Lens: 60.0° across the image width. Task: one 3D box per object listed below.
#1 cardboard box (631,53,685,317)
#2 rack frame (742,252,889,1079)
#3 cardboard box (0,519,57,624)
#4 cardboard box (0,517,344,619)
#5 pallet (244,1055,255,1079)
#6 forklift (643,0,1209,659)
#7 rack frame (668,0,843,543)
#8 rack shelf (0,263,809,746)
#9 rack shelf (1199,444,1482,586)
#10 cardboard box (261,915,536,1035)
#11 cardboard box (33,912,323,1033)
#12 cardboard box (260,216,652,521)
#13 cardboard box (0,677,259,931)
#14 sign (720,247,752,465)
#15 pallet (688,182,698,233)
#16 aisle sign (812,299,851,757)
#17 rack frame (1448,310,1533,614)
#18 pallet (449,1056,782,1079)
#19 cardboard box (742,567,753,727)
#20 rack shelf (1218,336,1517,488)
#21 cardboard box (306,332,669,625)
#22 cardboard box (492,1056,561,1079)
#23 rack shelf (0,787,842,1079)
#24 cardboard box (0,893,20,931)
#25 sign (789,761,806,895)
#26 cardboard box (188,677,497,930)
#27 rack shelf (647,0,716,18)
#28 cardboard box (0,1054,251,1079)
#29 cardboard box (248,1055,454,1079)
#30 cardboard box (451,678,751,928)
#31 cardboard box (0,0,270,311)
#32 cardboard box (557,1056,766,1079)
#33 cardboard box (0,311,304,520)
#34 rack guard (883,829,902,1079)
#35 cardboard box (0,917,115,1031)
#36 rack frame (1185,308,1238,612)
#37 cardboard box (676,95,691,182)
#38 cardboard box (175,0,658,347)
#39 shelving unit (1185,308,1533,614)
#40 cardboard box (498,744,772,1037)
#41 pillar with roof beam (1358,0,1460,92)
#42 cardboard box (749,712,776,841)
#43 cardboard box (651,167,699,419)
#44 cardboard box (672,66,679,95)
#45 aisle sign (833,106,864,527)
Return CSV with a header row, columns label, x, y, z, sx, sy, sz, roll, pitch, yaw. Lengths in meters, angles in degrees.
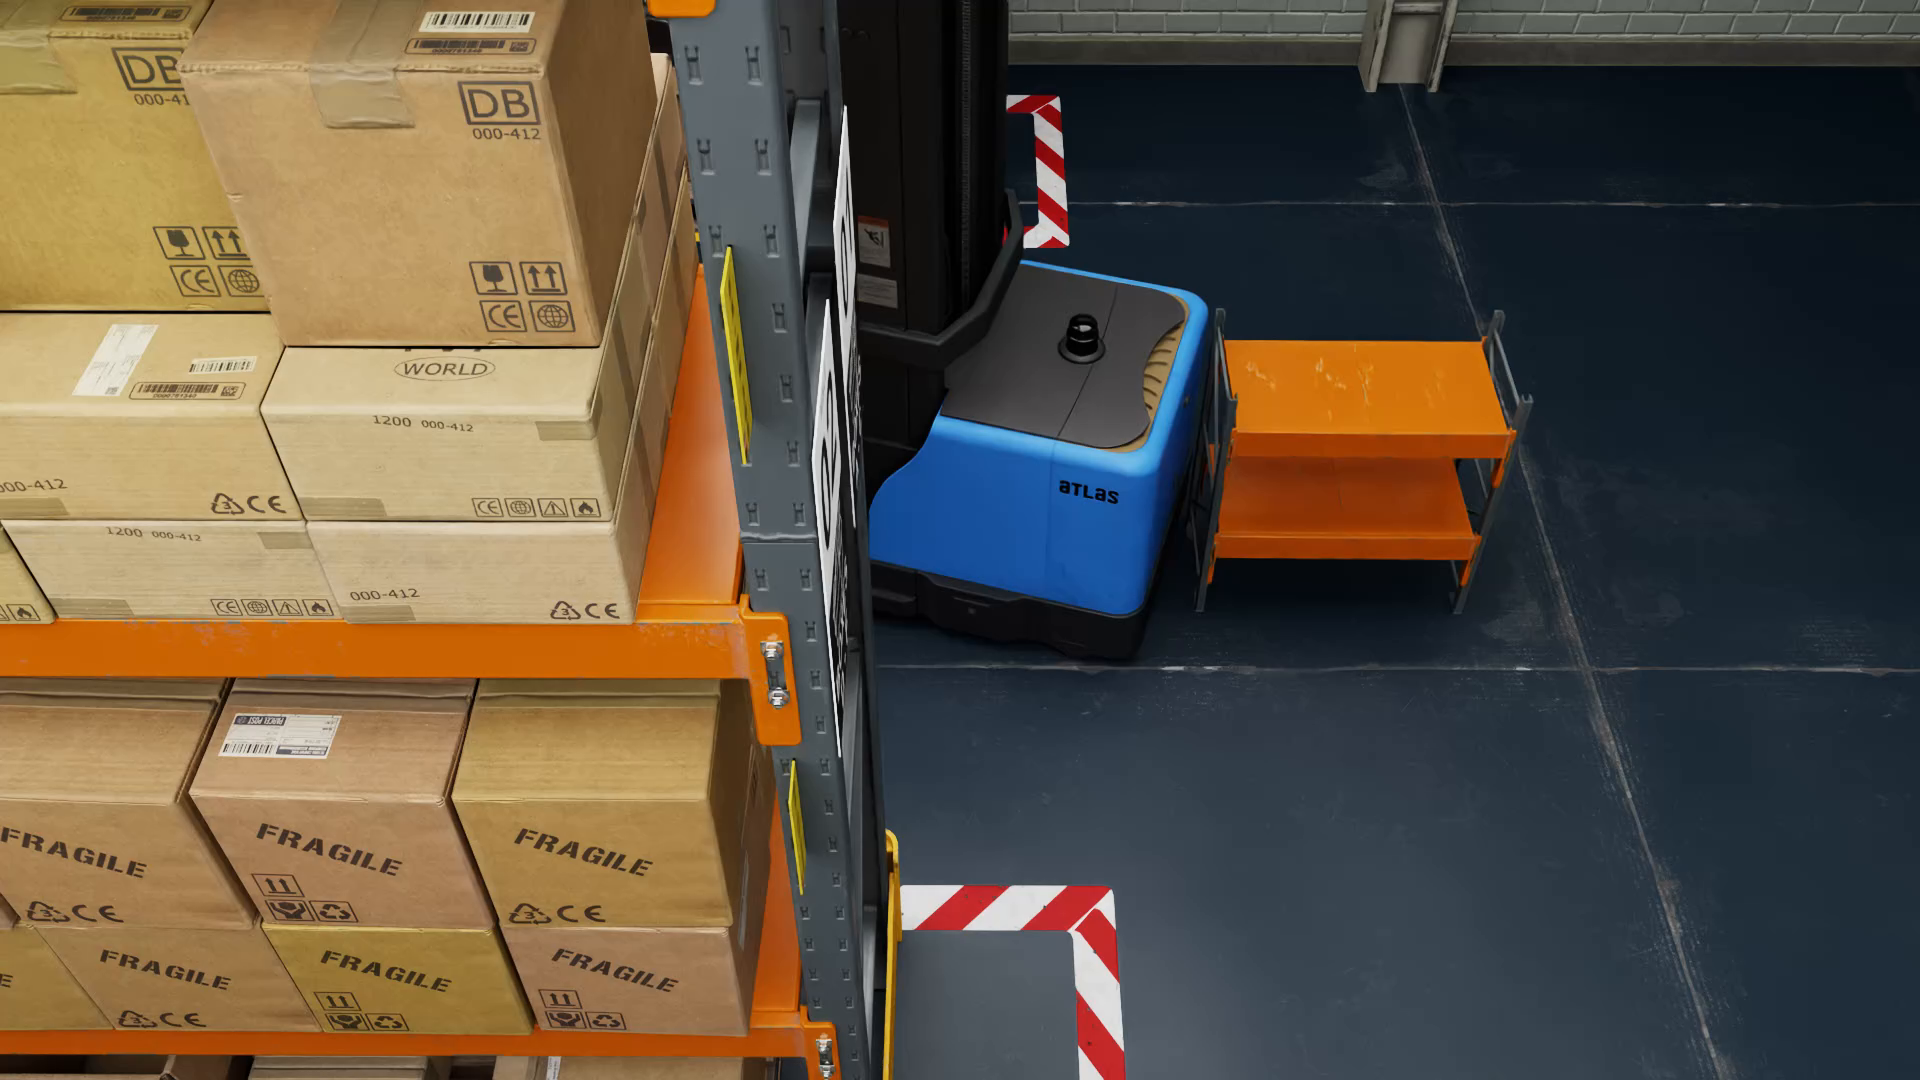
label,x,y,z,sx,sy,sz,roll,pitch,yaw
cardboard box,-0.807,-0.672,3.119,0.500,0.250,0.500,0,47,0
rack frame,-0.295,0.661,4.166,0.127,3.000,1.000,0,47,0
cardboard box,-1.809,-0.119,2.946,0.500,0.250,0.500,0,47,0
cardboard box,-1.309,-0.128,2.954,0.500,0.250,0.500,0,47,0
pallet,-2.385,1.604,5.194,1.213,0.211,1.003,0,47,0
forklift,-0.630,-1.173,5.920,3.031,2.935,1.130,13,48,12
rack frame,-0.295,-1.383,1.970,0.127,3.000,1.000,0,47,0
rack shelf,-2.295,-0.121,3.337,4.000,0.370,1.077,0,47,0
rack shelf,1.457,-0.110,6.499,1.000,0.278,0.538,0,47,0
cardboard box,-1.262,0.826,3.944,0.500,0.500,0.500,1,47,0
cardboard box,-1.761,0.821,3.949,0.500,0.500,0.500,0,47,0
cardboard box,-0.809,-0.295,2.768,0.500,0.250,0.500,0,47,0
cardboard box,-1.764,0.488,3.576,0.500,0.500,0.500,1,47,1
sign,-0.317,-0.256,2.366,0.005,0.325,0.100,0,47,0
pallet,-1.080,-1.960,8.511,1.213,0.211,1.003,0,47,0
aisle sign,-0.228,0.000,3.006,0.004,0.787,0.394,0,47,0
rack frame,1.965,-0.273,6.316,0.032,1.125,0.500,0,47,0
pallet,-1.168,1.610,5.189,1.213,0.211,1.003,0,47,0
cardboard box,-0.737,0.092,3.944,0.500,0.500,0.500,1,47,1
rack shelf,1.457,-0.476,6.106,1.000,0.278,0.538,0,47,0
cardboard box,-0.809,-0.118,2.945,0.500,0.250,0.500,0,47,0
cardboard box,-1.244,1.588,4.938,0.250,0.166,0.380,0,47,0
rack shelf,-2.295,0.901,4.435,4.000,0.370,1.077,0,47,0
cardboard box,-2.278,0.486,3.578,0.500,0.500,0.500,1,47,1
sign,-0.317,0.565,3.249,0.005,0.325,0.100,0,47,0
cardboard box,-1.246,0.486,3.578,0.500,0.500,0.500,1,47,1
rack shelf,-2.295,-1.142,2.240,4.000,0.370,1.077,0,47,0
cardboard box,-2.416,1.352,4.928,0.637,0.503,0.797,0,47,0
cardboard box,-1.789,1.602,4.868,0.500,0.250,0.500,0,47,0
cardboard box,-0.741,0.486,3.577,0.500,0.500,0.500,0,47,0
cardboard box,-1.308,-0.788,2.715,0.500,0.500,0.700,0,47,0
cardboard box,-0.839,1.542,4.754,0.500,0.500,0.500,0,47,0
cardboard box,-1.309,-0.296,2.769,0.500,0.250,0.500,0,47,0
rack guard,-0.371,1.513,5.081,0.348,0.500,1.175,0,47,0
cardboard box,-2.265,0.819,3.951,0.500,0.500,0.500,0,47,0
rack frame,0.948,-0.281,6.324,0.032,1.125,0.500,0,47,0
cardboard box,-1.481,-2.186,8.237,0.500,0.500,0.700,0,47,0
cardboard box,-0.808,-0.725,2.656,0.500,0.500,0.700,0,47,0
shelving unit,1.457,-0.277,6.320,1.048,1.125,0.538,0,47,0
cardboard box,-0.744,0.825,3.945,0.500,0.500,0.500,1,47,1
pillar with roof beam,2.407,-2.484,2.995,0.400,9.000,9.100,0,47,0
cardboard box,-0.737,0.433,4.310,0.500,0.500,0.500,1,47,1
cardboard box,-0.807,-0.497,3.298,0.500,0.250,0.500,0,47,0
cardboard box,-1.365,-2.273,7.875,0.250,0.149,0.380,1,47,1
aisle sign,-0.225,-0.439,3.415,0.004,0.787,0.394,0,47,0
